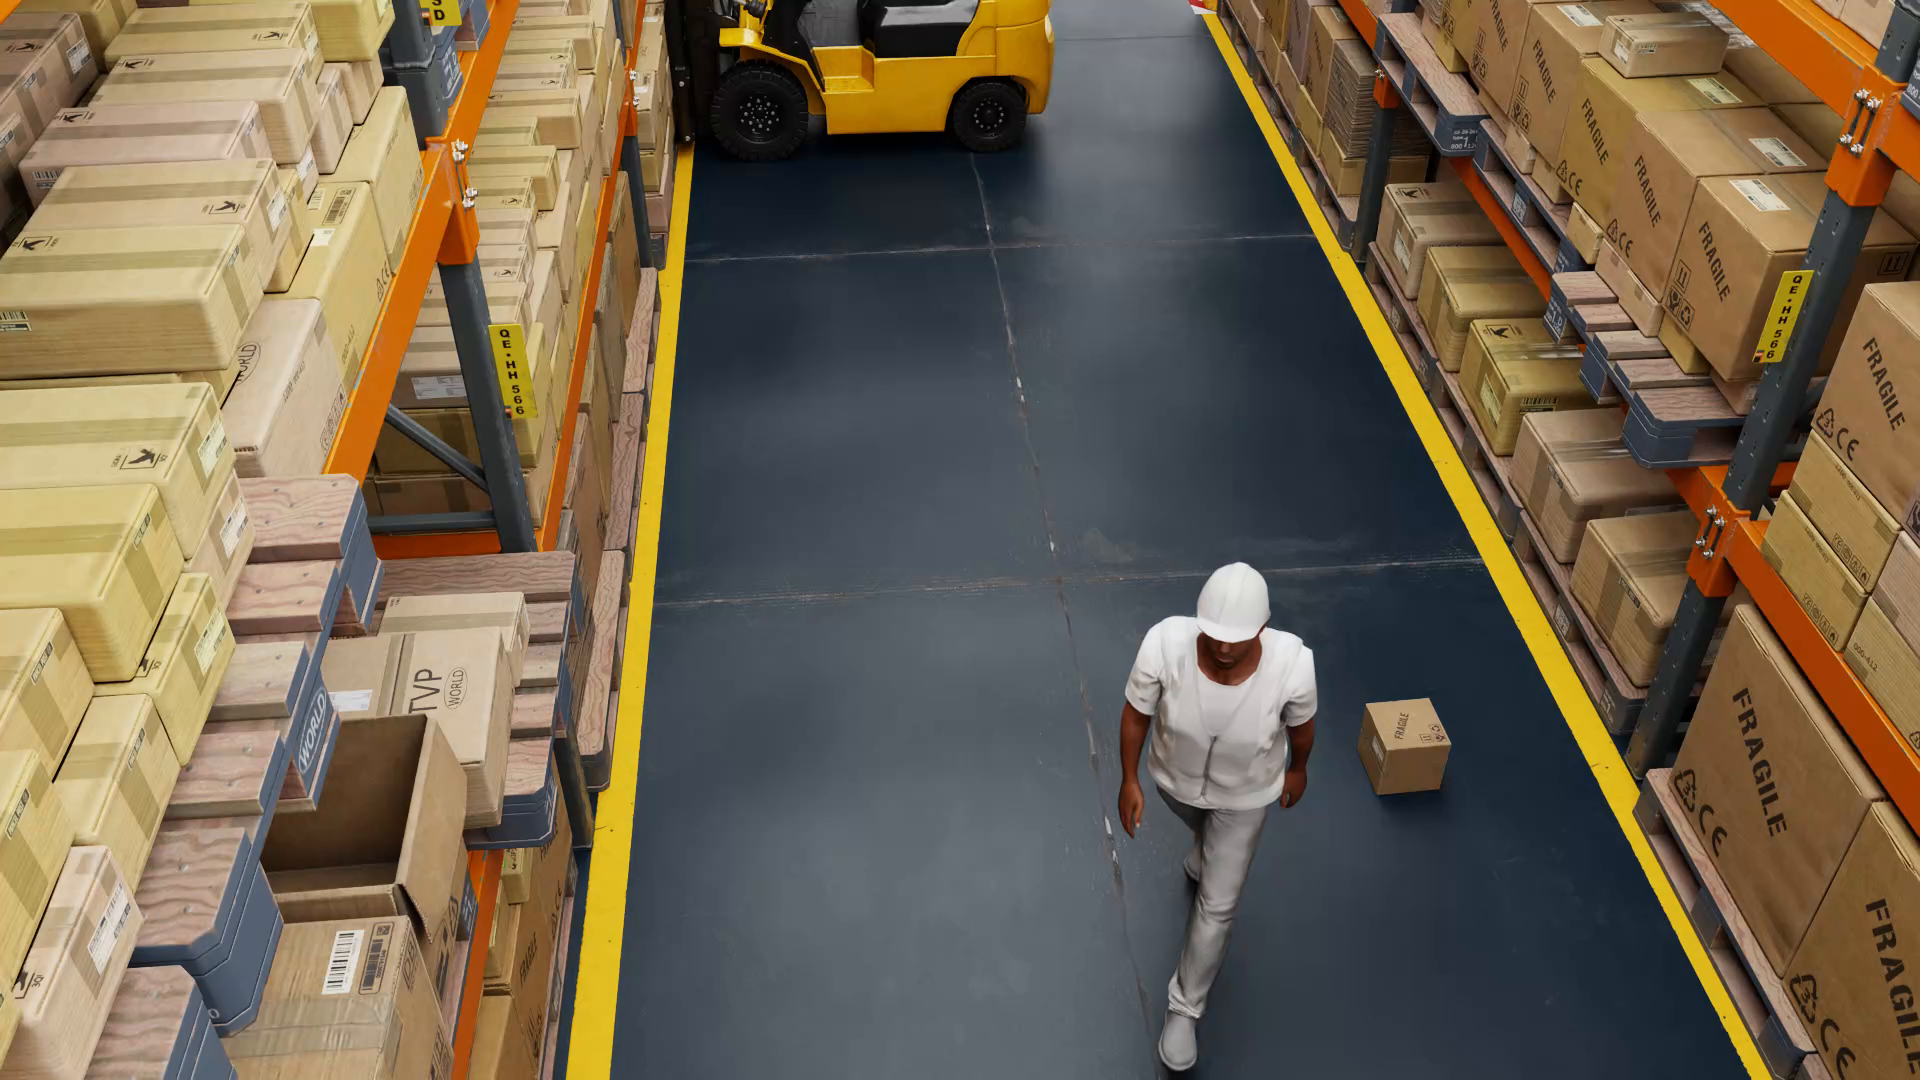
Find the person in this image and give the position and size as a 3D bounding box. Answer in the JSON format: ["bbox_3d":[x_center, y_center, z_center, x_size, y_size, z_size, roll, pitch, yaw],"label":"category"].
[{"bbox_3d":[0.776,0.749,5.223,0.575,1.709,1.098,15,41,17],"label":"person"}]
